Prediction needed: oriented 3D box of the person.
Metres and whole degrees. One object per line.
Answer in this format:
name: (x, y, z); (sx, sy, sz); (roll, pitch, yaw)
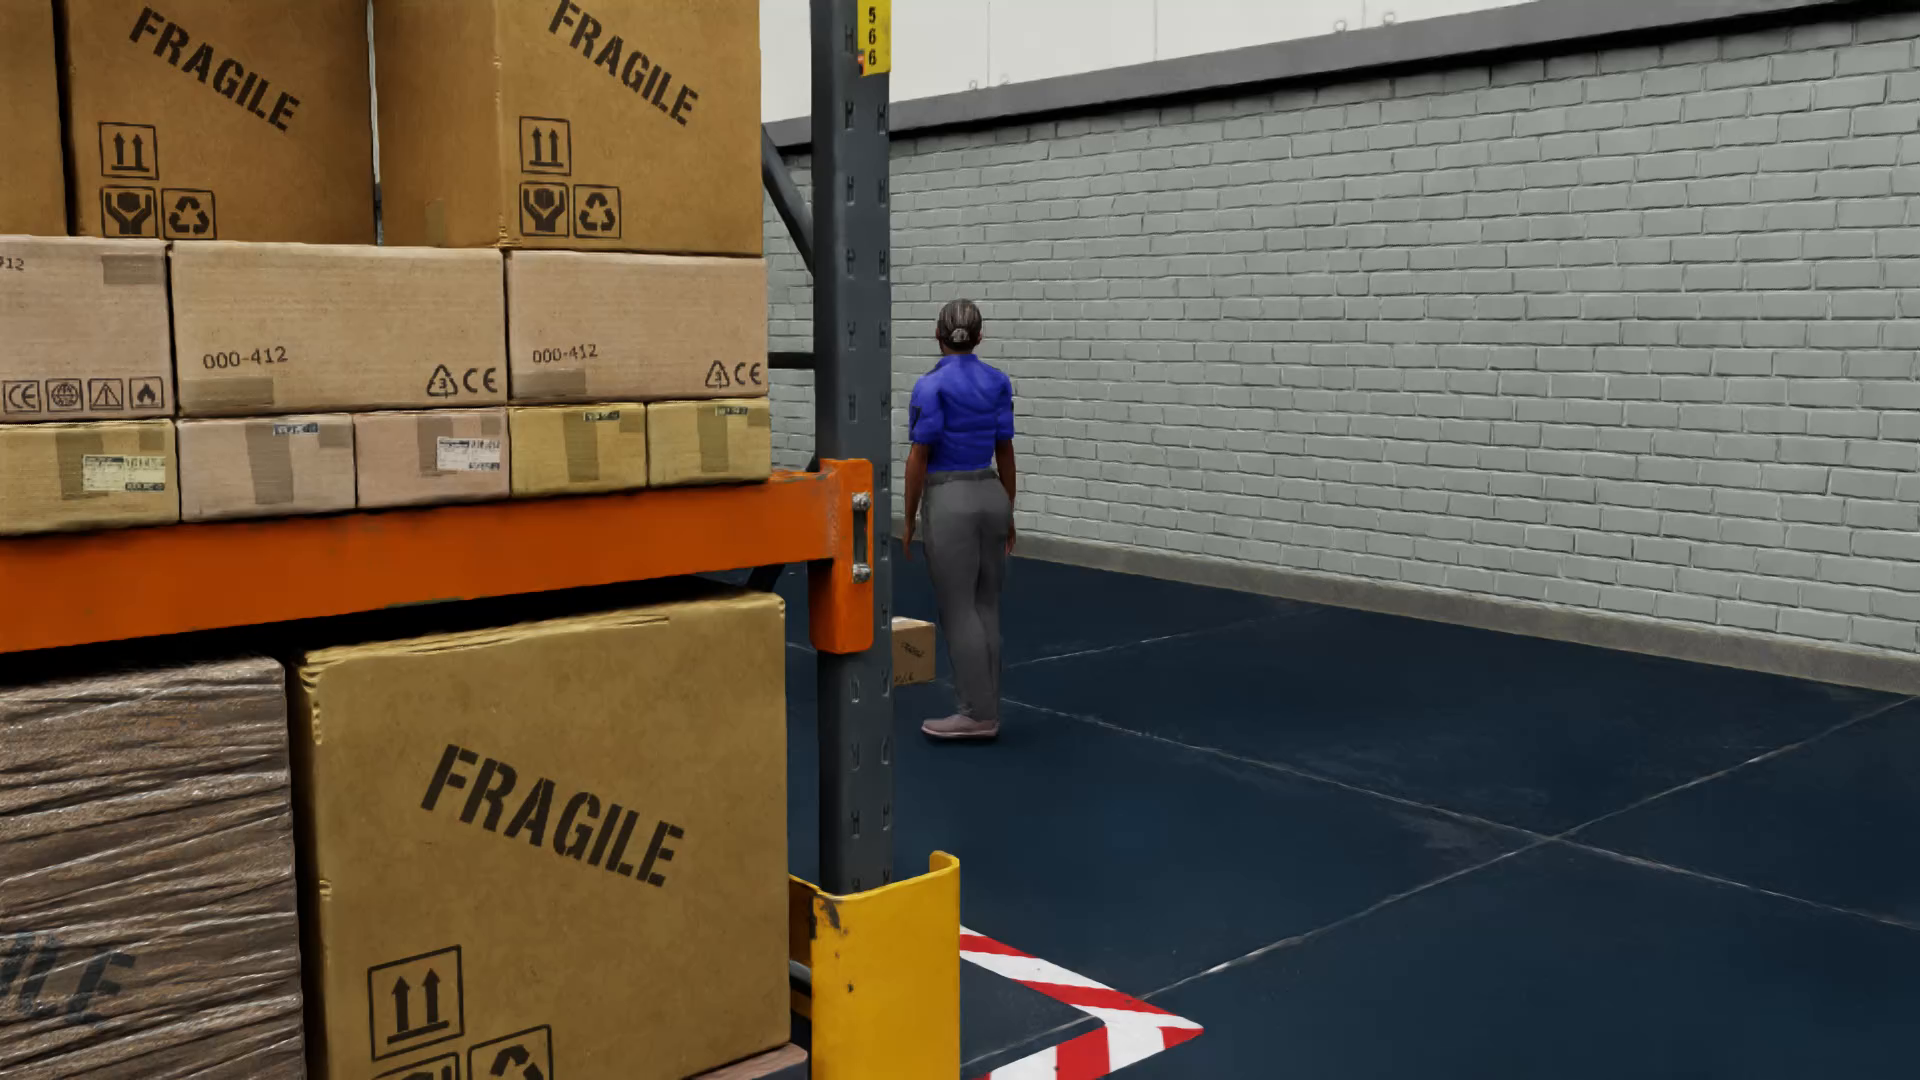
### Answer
person: (0.021, -0.074, 6.296); (0.482, 1.669, 0.361); (-6, 10, -39)
